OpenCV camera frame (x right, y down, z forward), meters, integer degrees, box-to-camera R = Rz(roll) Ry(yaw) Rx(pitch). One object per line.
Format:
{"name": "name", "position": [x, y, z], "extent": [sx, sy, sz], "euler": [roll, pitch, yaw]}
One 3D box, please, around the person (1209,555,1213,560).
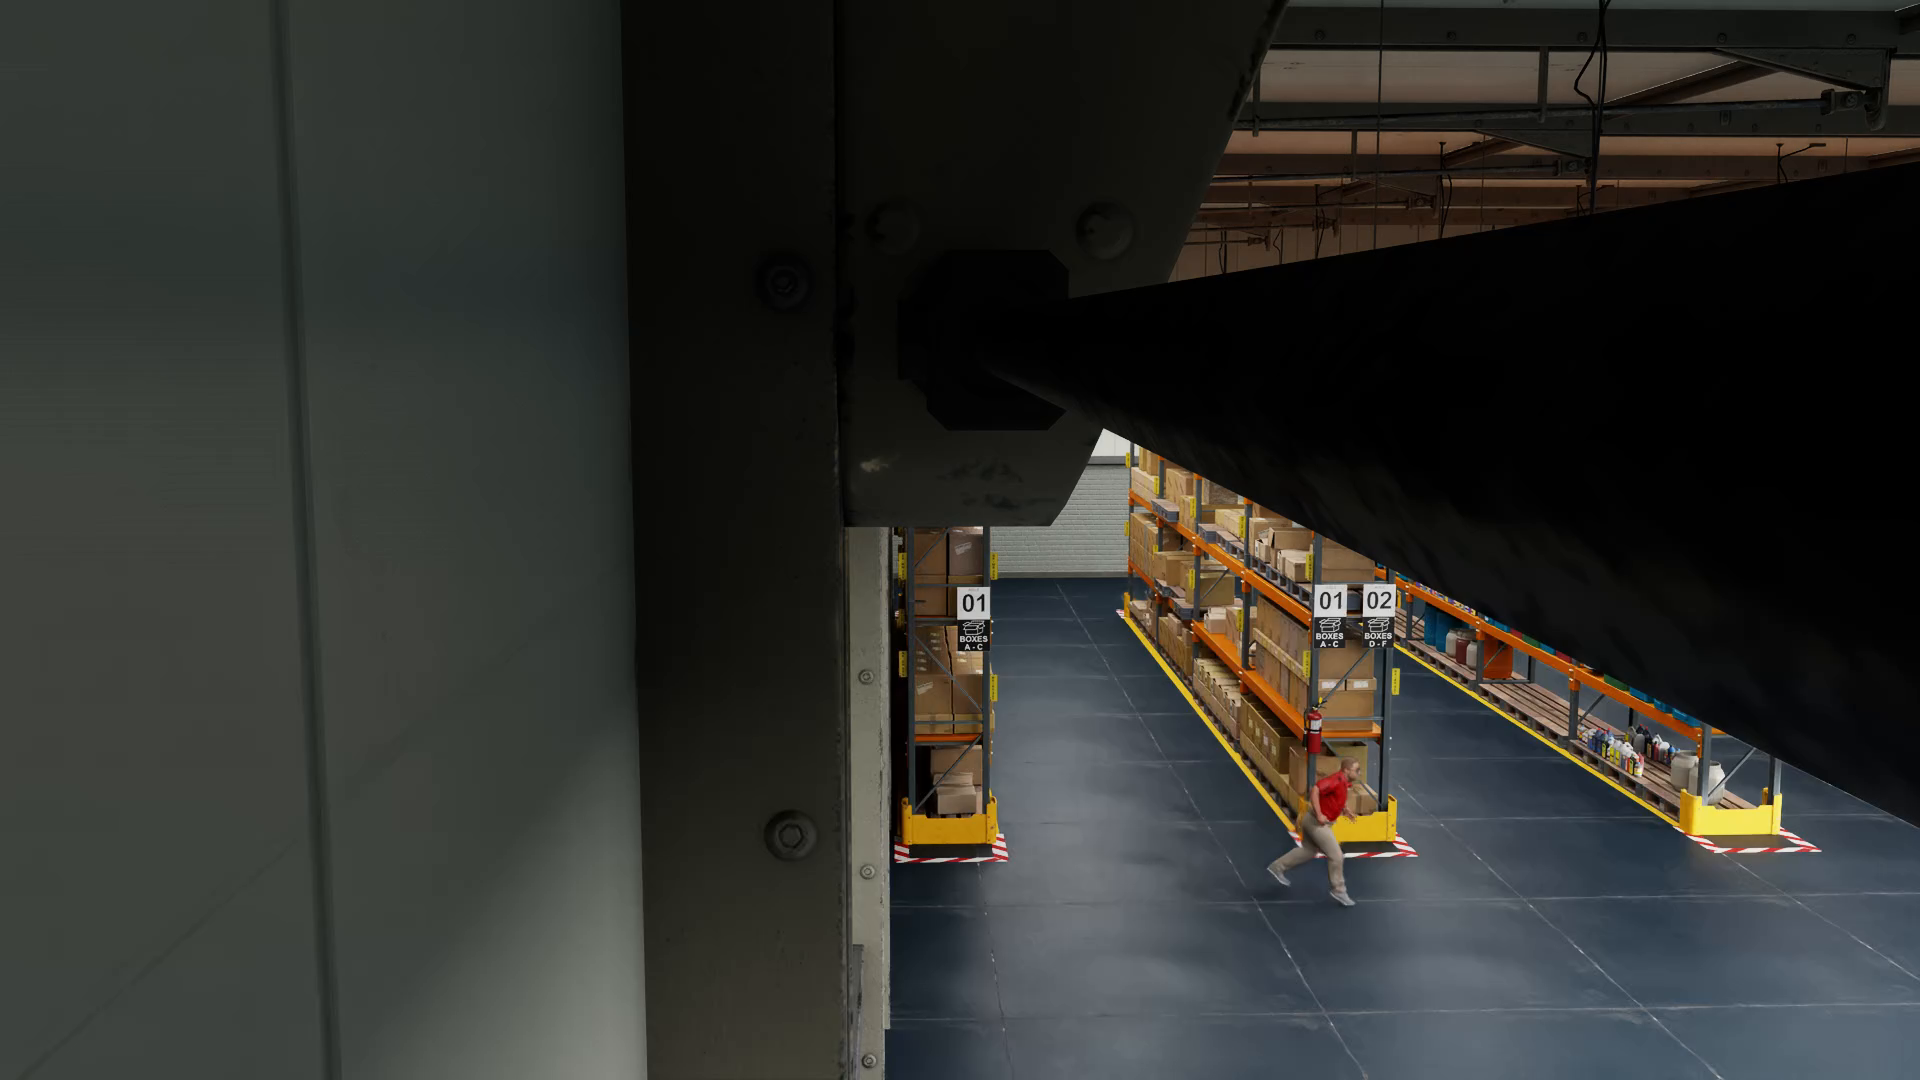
{"name": "person", "position": [5.474, 0.801, 37.175], "extent": [0.619, 1.601, 0.594], "euler": [4, 8, 30]}

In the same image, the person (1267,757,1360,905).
{"name": "person", "position": [3.899, 3.198, 18.404], "extent": [1.021, 1.696, 0.704], "euler": [4, 8, 26]}
